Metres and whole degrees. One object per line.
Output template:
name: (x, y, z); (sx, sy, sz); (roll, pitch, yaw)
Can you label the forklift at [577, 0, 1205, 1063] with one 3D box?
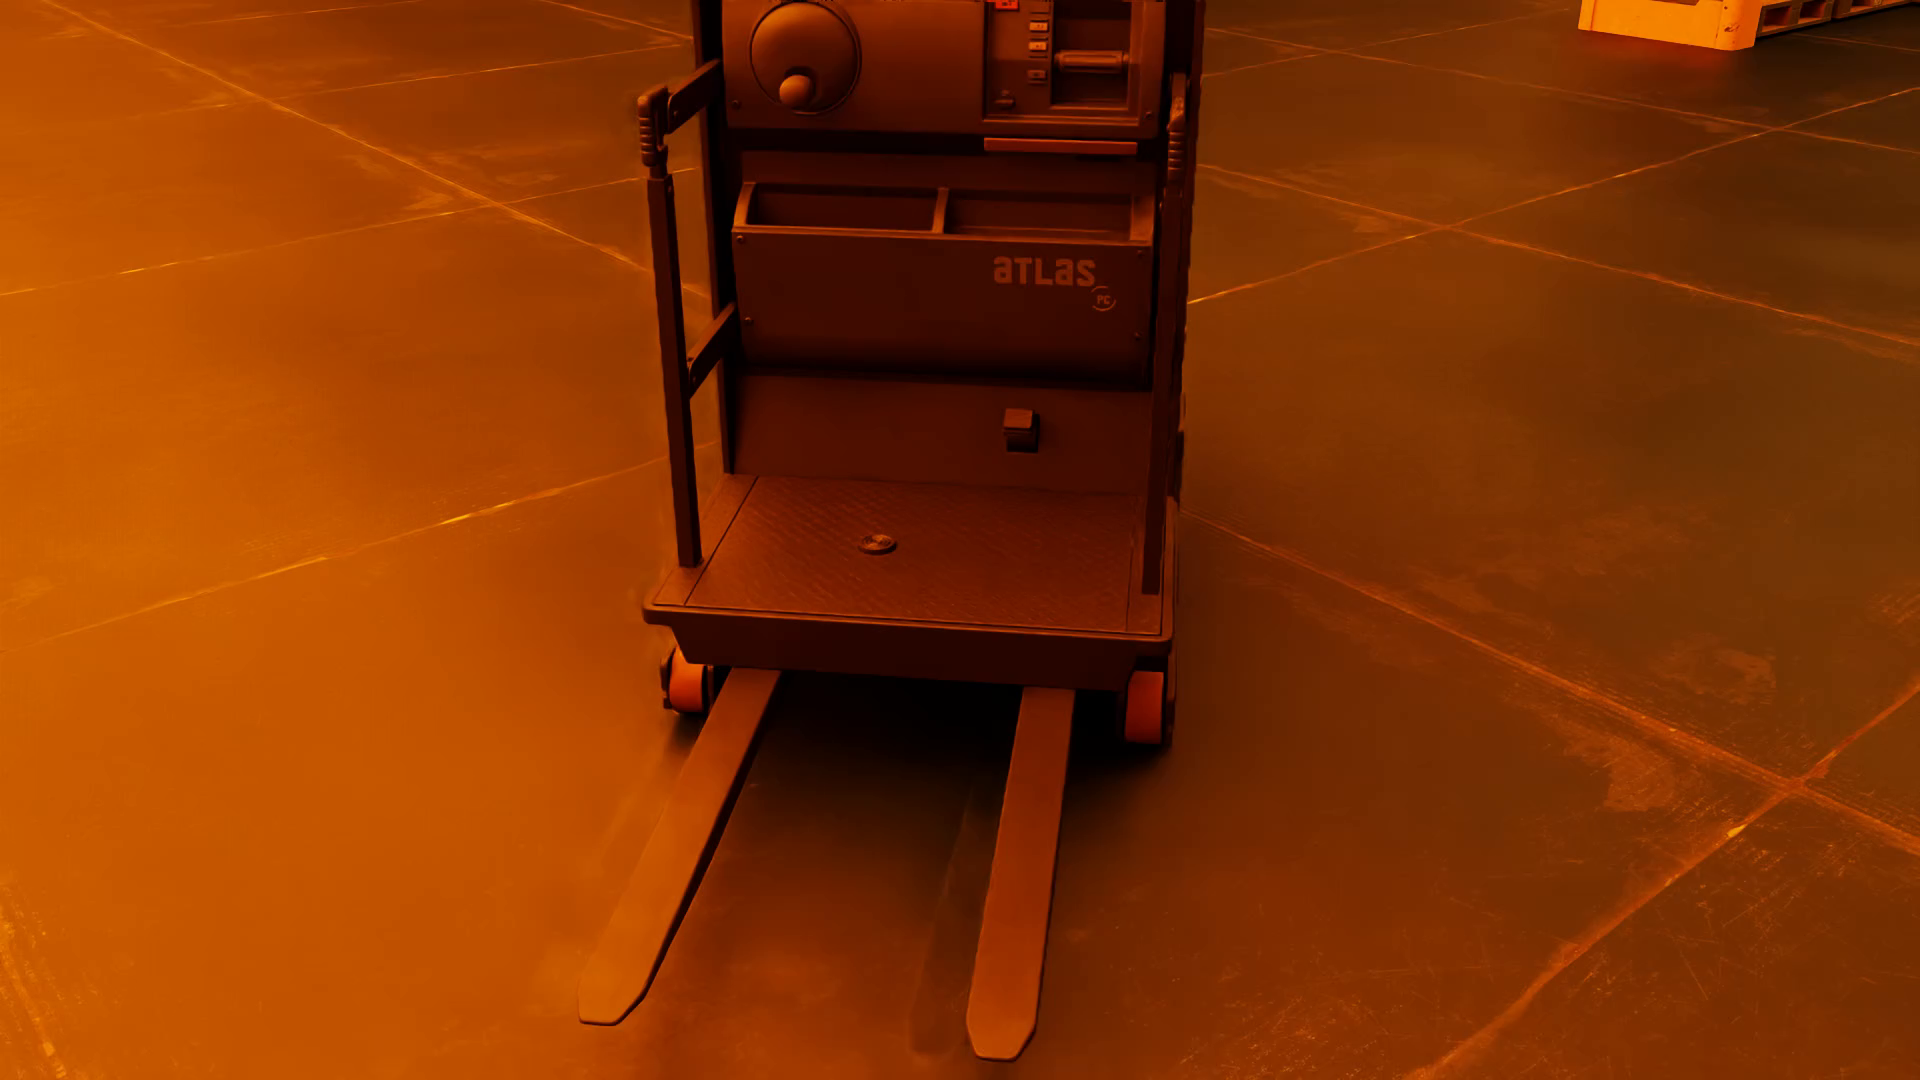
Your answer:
forklift: (-0.060, -1.032, 3.283); (1.130, 2.935, 3.031); (3, 27, 6)
